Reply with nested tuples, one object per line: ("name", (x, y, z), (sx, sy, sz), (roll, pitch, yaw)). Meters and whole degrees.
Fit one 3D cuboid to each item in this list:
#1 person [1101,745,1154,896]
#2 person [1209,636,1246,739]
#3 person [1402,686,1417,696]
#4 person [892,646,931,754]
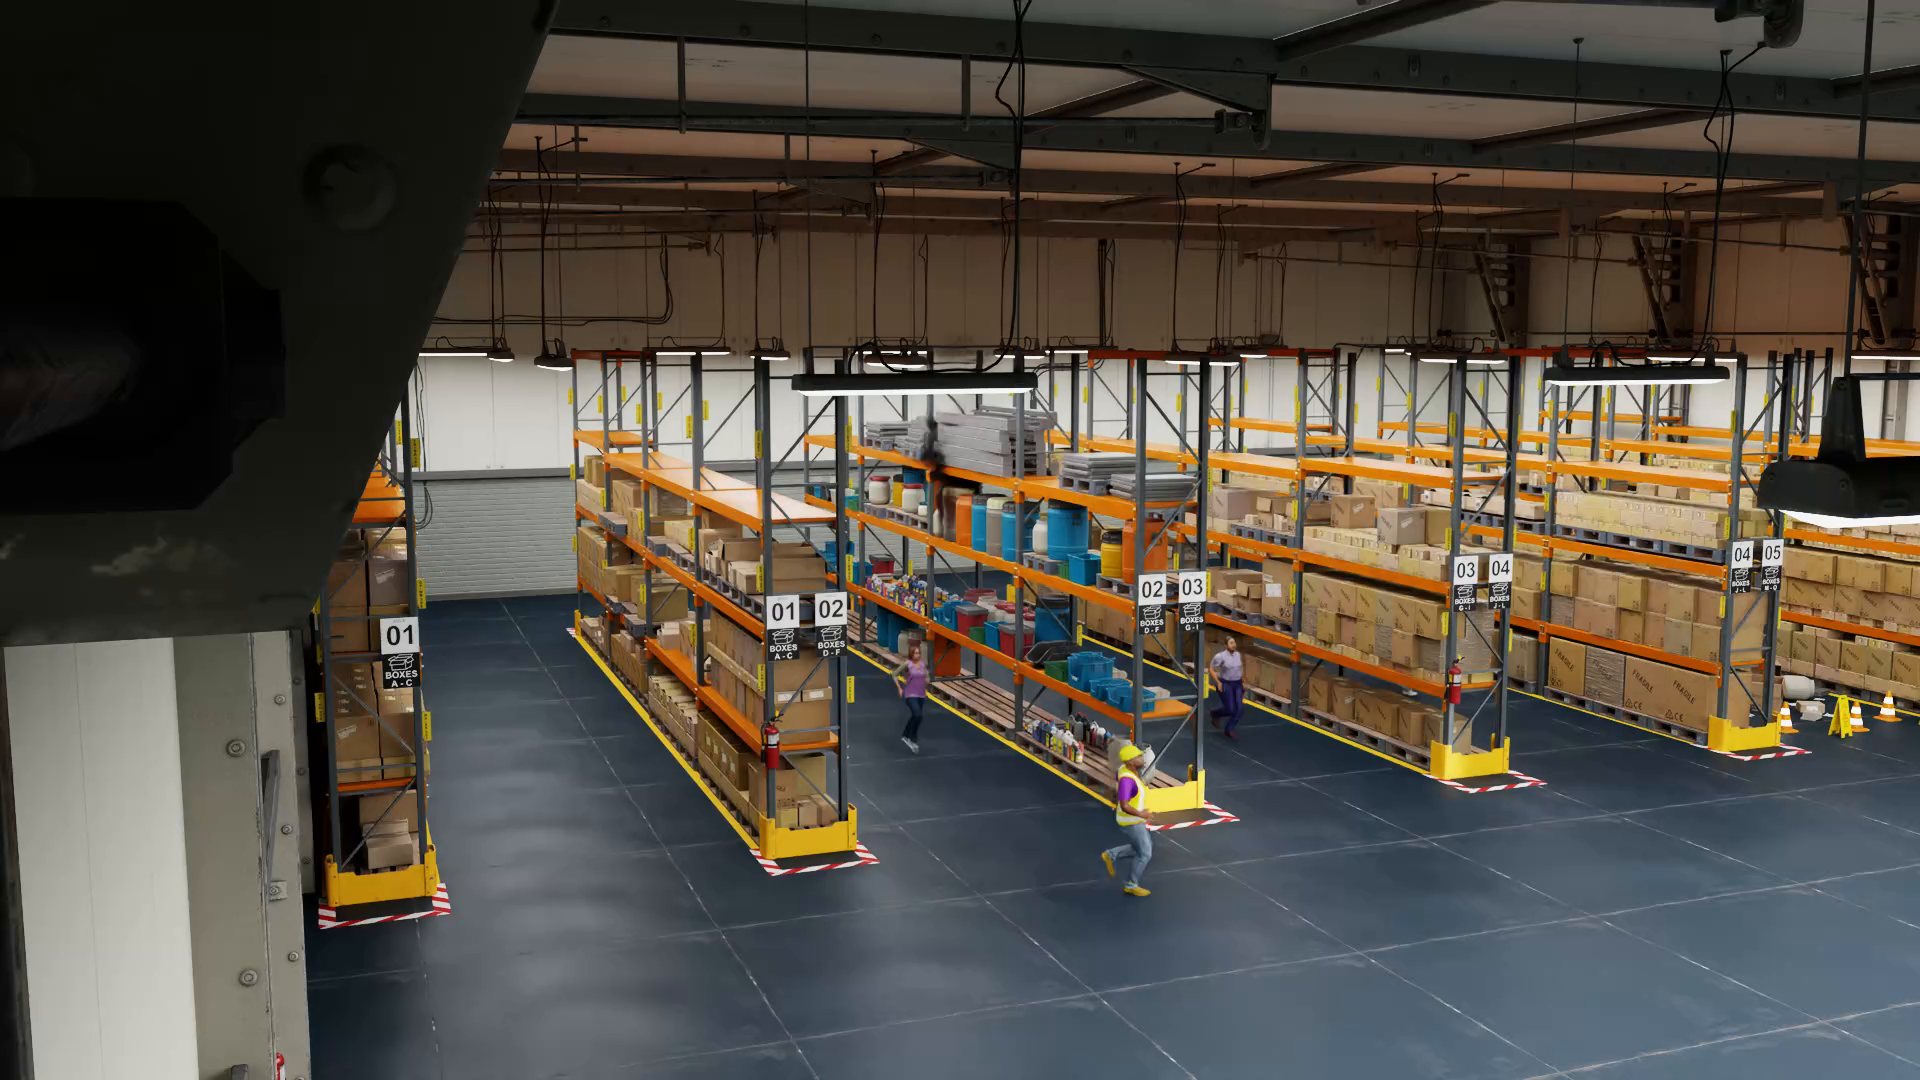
("person", (1.892, 3.159, 18.784), (0.584, 1.724, 0.748), (1, 7, 4))
("person", (4.226, 2.313, 26.145), (0.616, 1.596, 0.550), (-4, 8, -27))
("person", (7.900, 1.911, 29.083), (0.560, 1.622, 0.577), (-5, 8, -33))
("person", (-0.693, 2.410, 25.226), (0.503, 1.630, 0.694), (-6, 9, -40))
